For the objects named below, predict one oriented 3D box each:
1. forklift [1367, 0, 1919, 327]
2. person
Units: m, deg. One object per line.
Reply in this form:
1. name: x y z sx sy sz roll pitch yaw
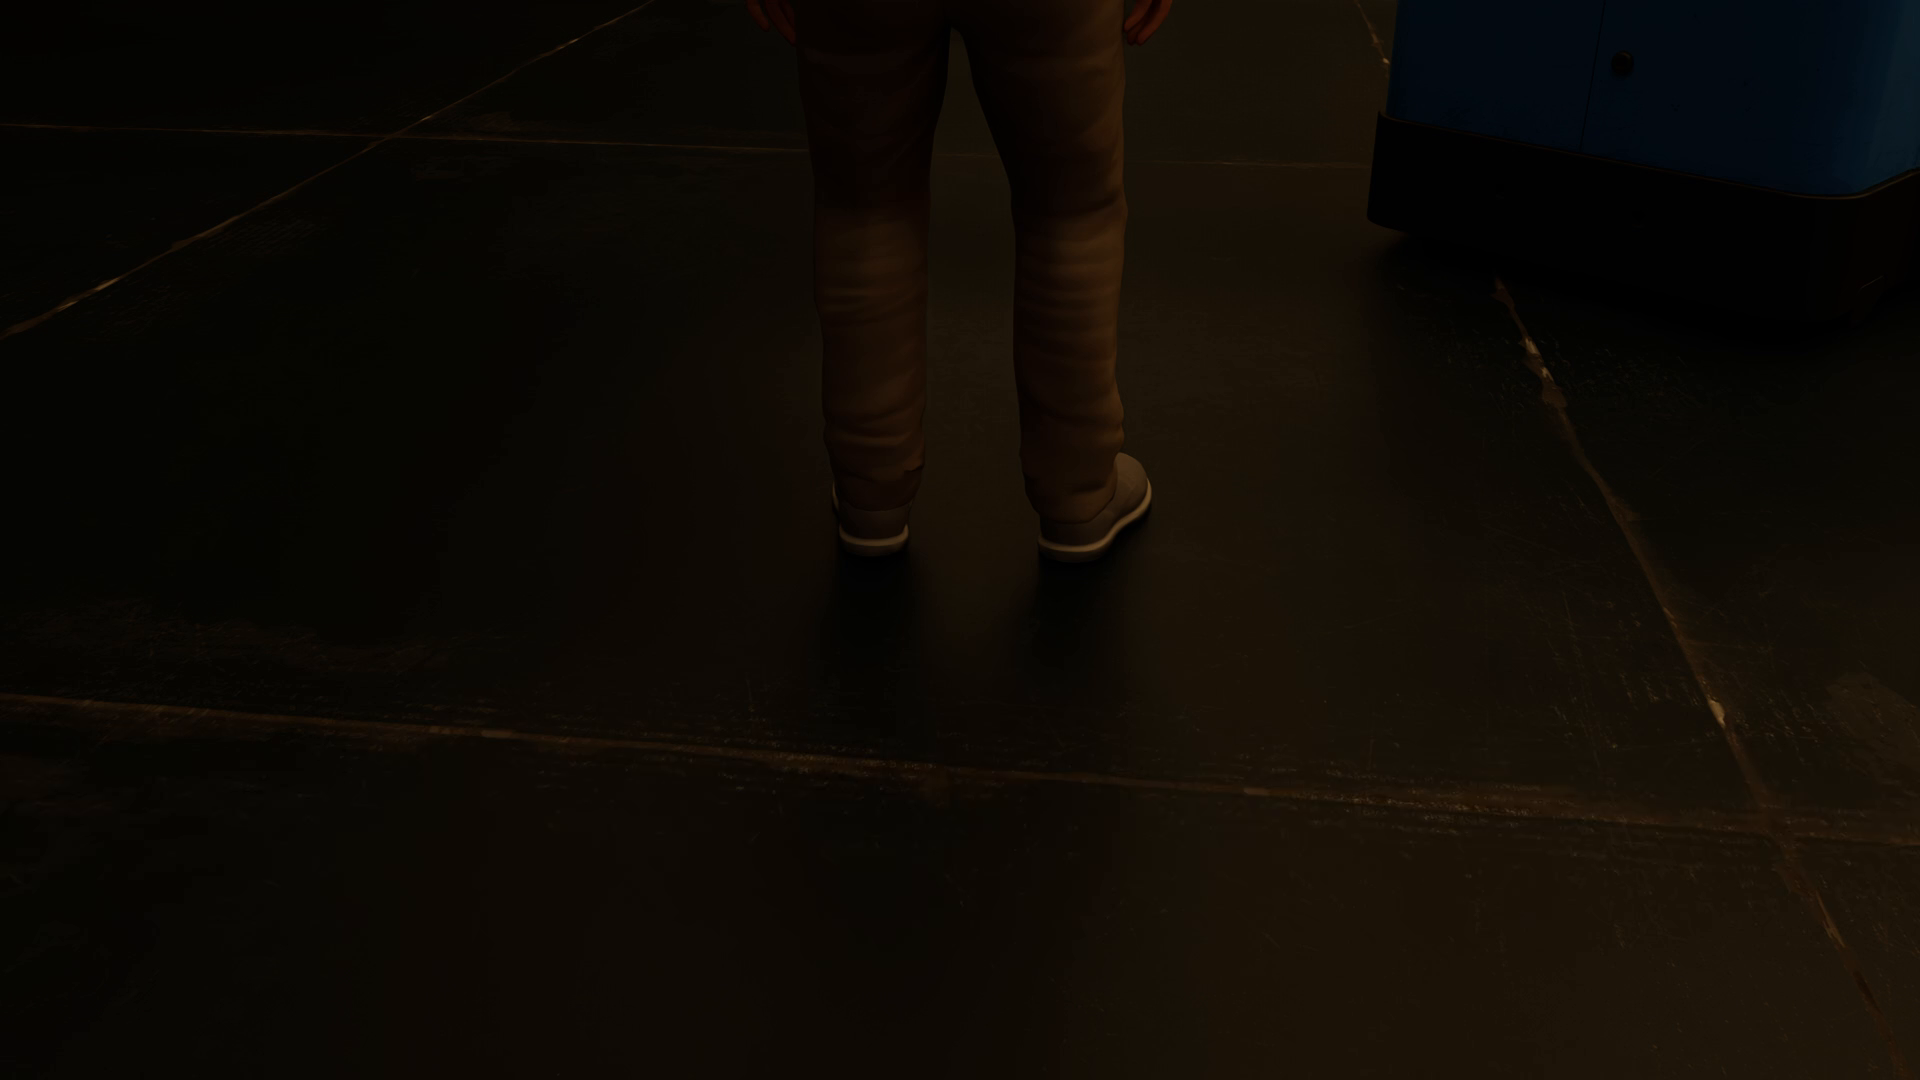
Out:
1. forklift: 2.356 -2.274 3.776 3.031 2.935 1.130 -23 34 -38
2. person: -0.003 -0.790 2.149 0.587 1.726 0.396 3 27 5
